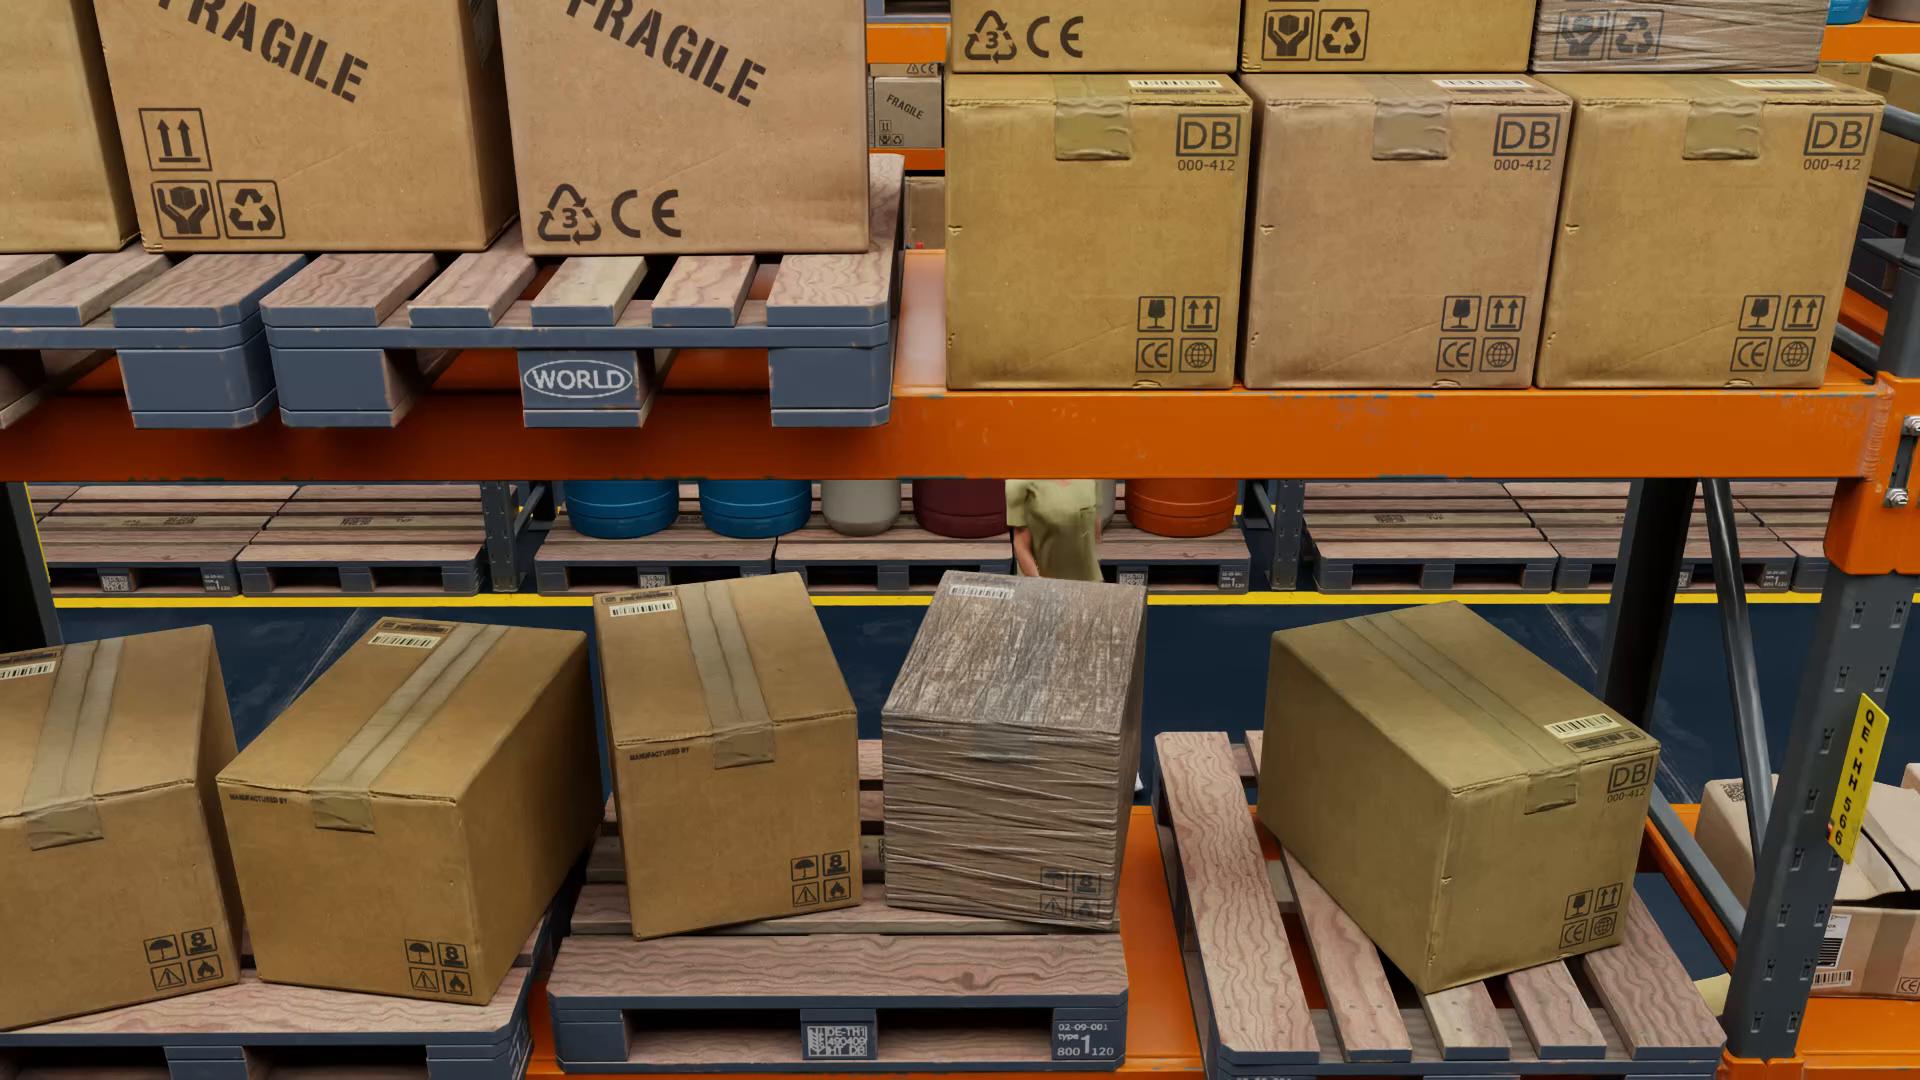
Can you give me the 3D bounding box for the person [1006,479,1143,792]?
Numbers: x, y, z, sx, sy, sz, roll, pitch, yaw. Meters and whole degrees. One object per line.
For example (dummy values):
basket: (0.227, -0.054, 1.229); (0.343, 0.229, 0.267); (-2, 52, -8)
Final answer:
person: (0.410, 0.190, 6.686); (0.504, 1.649, 0.739); (-9, 26, -19)
